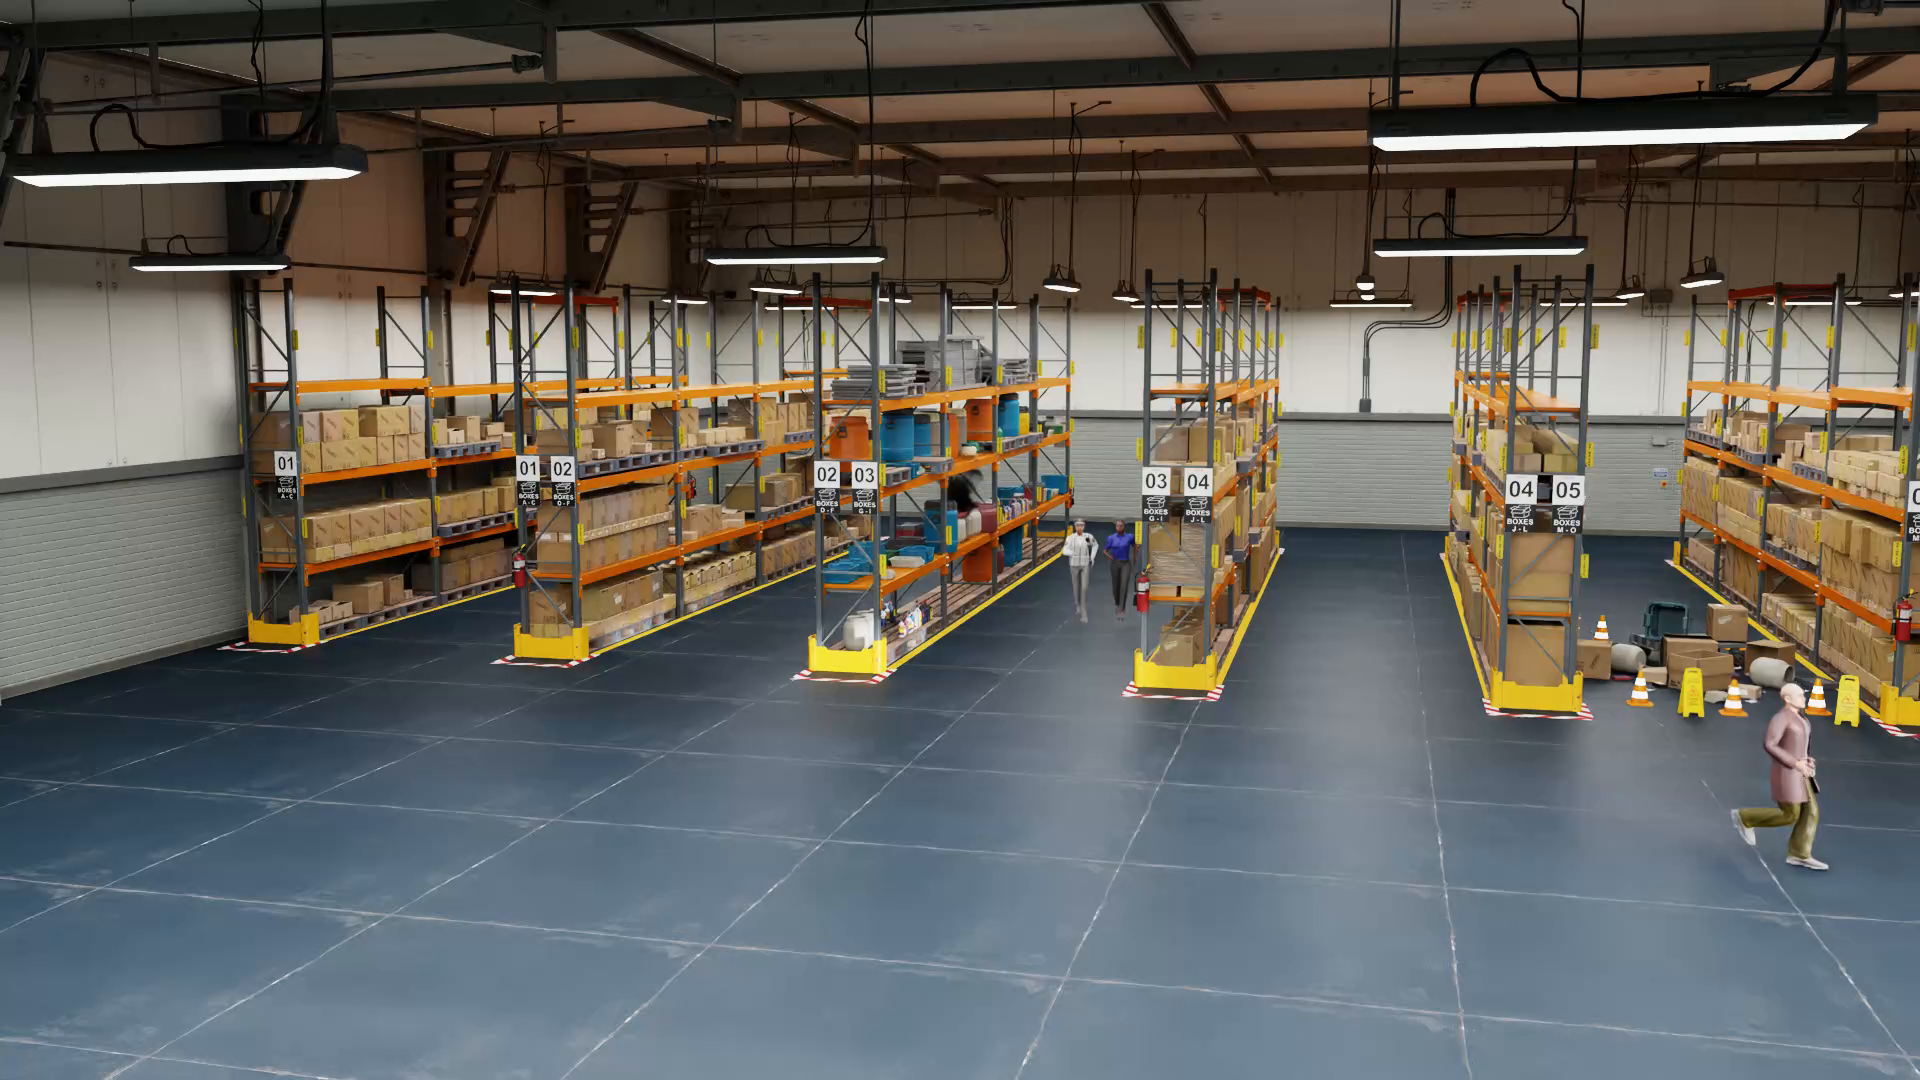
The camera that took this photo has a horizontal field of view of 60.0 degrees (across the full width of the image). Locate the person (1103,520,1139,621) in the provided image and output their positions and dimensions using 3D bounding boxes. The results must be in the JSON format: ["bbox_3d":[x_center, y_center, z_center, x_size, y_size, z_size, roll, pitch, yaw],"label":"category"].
[{"bbox_3d":[2.743,0.485,28.438,0.592,1.673,0.862,1,7,10],"label":"person"}]

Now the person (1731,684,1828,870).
[{"bbox_3d":[7.942,2.225,15.935,0.711,1.717,0.808,-6,9,-43],"label":"person"}]

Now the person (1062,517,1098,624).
[{"bbox_3d":[2.041,0.493,28.270,0.598,1.779,0.740,1,7,8],"label":"person"}]

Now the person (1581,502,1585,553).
[{"bbox_3d":[14.293,-0.530,38.960,0.673,1.777,0.647,2,7,17],"label":"person"}]
